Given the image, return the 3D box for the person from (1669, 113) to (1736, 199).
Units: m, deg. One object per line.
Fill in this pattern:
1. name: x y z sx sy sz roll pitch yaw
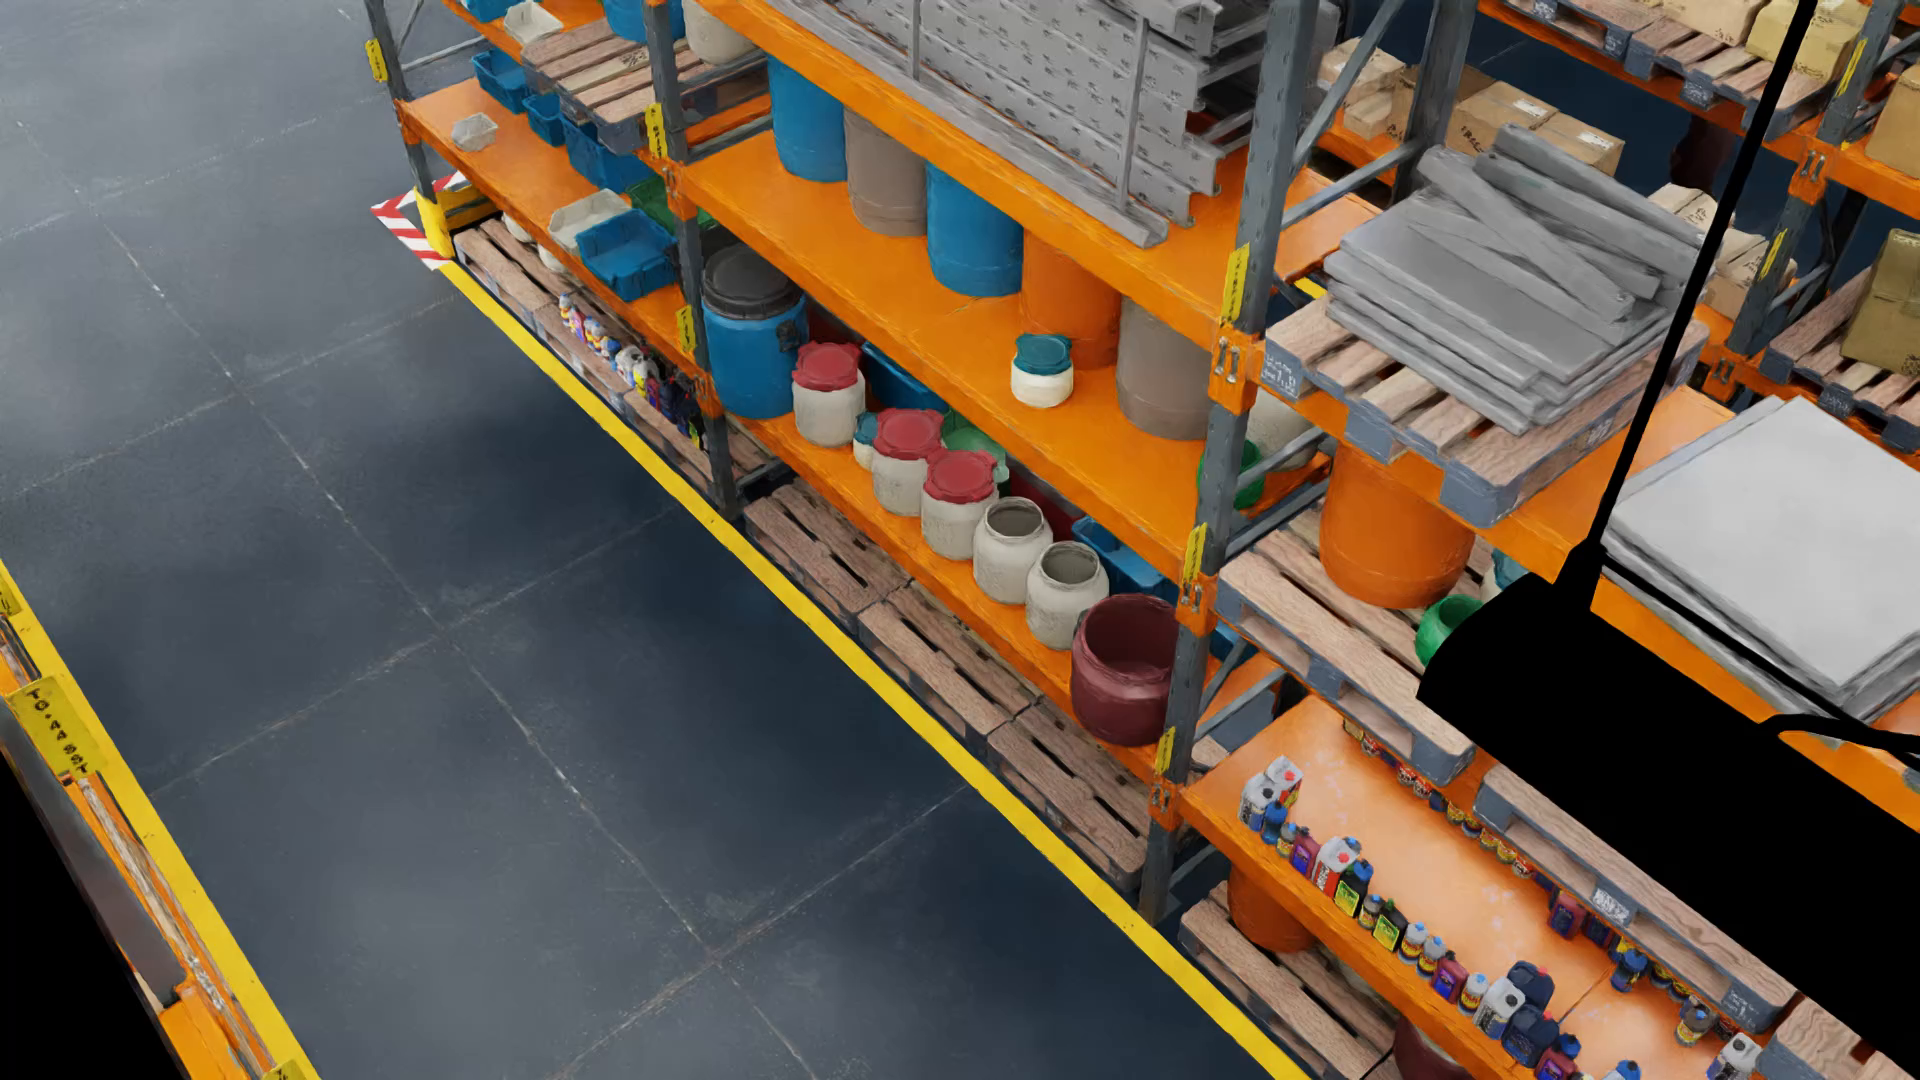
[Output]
1. person: 5.699 -2.985 12.629 0.724 1.733 0.546 -33 55 -28
